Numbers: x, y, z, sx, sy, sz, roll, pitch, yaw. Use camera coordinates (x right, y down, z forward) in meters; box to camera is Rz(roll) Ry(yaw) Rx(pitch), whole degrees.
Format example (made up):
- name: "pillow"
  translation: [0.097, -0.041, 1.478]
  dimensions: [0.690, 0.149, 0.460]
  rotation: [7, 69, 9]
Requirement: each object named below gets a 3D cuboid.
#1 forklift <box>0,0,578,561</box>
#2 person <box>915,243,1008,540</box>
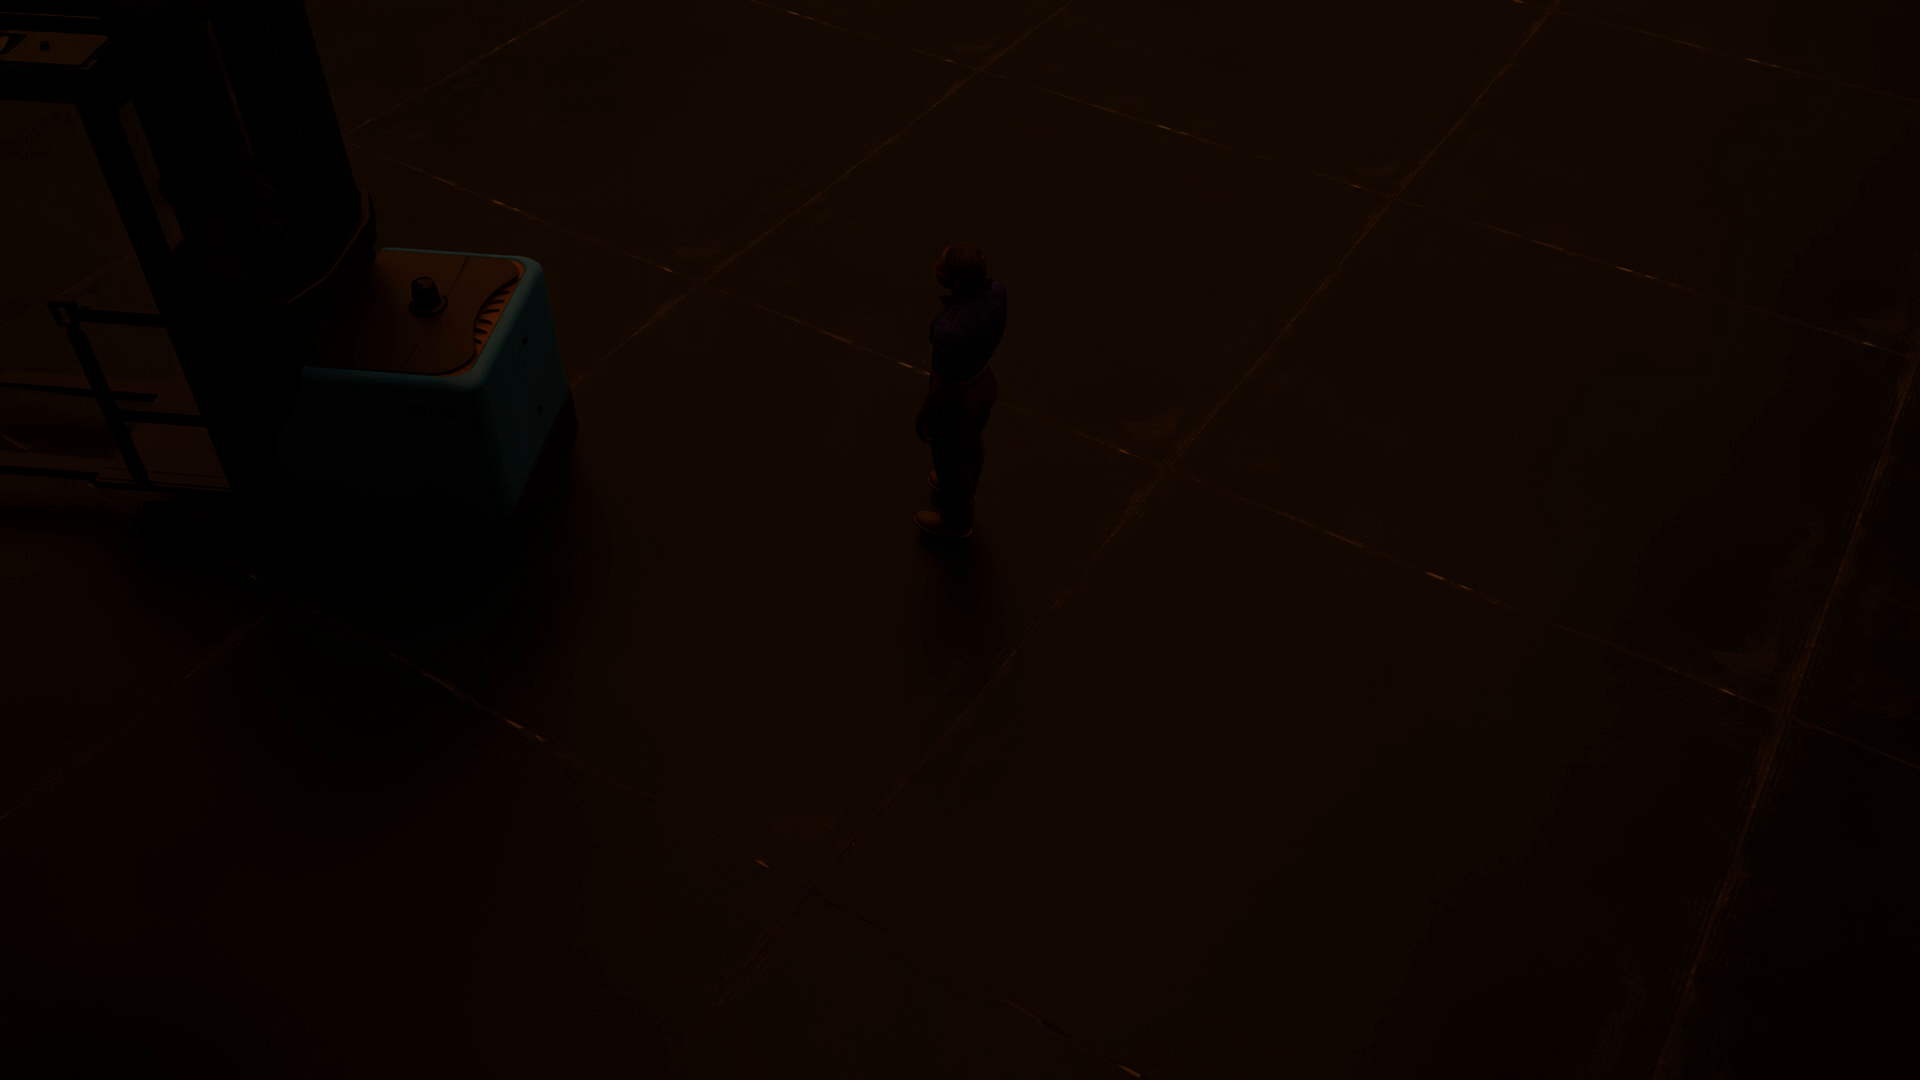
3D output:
- name: "forklift"
  translation: [-3.501, -1.409, 7.335]
  dimensions: [3.031, 2.935, 1.130]
  rotation: [5, 44, 5]
- name: "person"
  translation: [-0.063, -0.678, 7.423]
  dimensions: [0.503, 1.655, 0.570]
  rotation: [24, 48, 23]
